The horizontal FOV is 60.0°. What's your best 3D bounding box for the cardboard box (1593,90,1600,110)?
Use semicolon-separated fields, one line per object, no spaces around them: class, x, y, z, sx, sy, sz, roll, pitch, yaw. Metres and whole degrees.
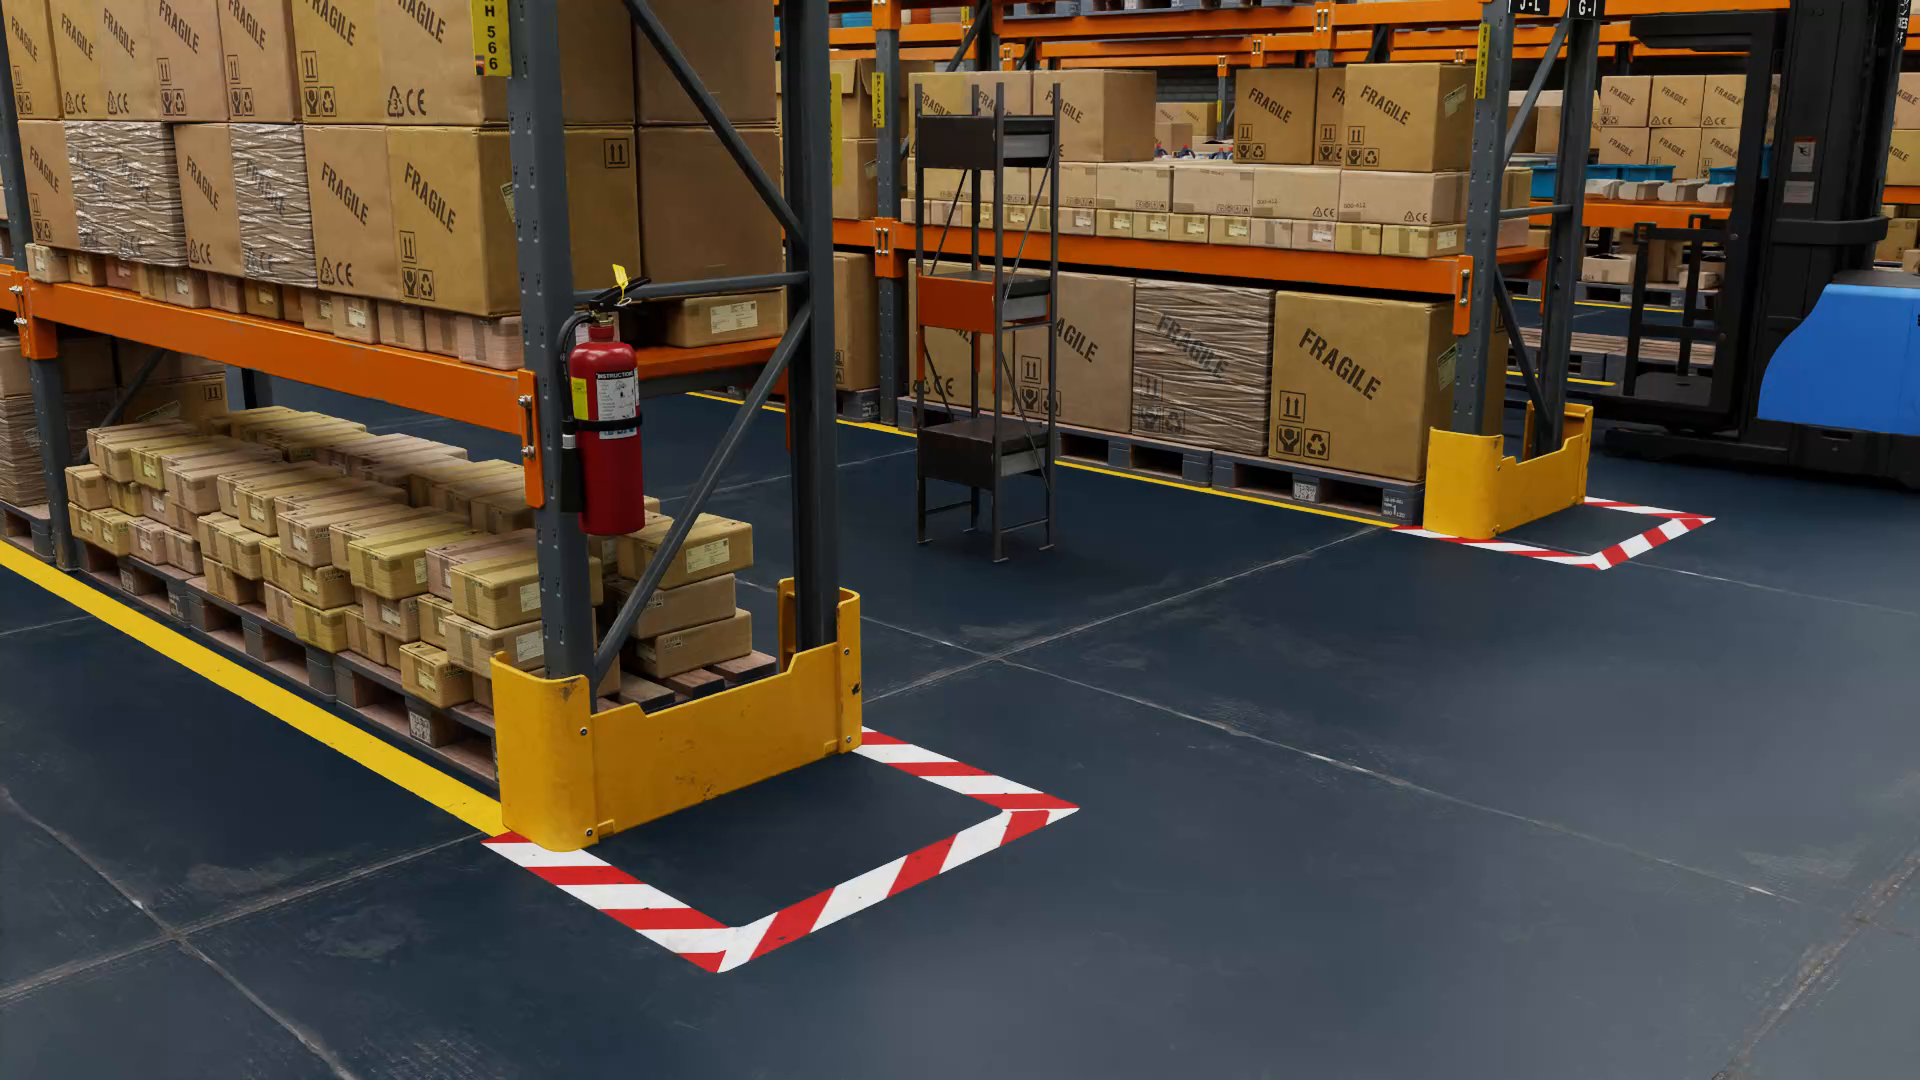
cardboard box;8.575;-5.851;22.124;0.500;0.250;0.500;13;20;41

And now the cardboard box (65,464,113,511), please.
cardboard box;-3.606;-0.248;7.165;0.380;0.149;0.250;-13;20;-42

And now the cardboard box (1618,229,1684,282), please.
cardboard box;7.356;-3.037;17.723;0.500;0.500;0.500;14;20;42

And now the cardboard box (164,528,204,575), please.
cardboard box;-2.982;0.013;6.755;0.250;0.149;0.380;13;20;41

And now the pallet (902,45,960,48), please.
pallet;-0.516;-7.249;24.029;1.213;0.211;1.003;14;20;42

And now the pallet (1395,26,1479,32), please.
pallet;5.579;-5.750;18.475;1.003;0.211;1.213;14;20;42

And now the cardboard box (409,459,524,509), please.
cardboard box;-1.868;-0.193;6.366;0.250;0.149;0.380;14;20;43

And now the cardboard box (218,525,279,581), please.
cardboard box;-2.490;0.020;6.138;0.250;0.149;0.380;14;20;43

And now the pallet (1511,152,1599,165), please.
pallet;6.249;-4.148;18.285;1.213;0.211;1.003;14;20;42

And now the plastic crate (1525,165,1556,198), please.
plastic crate;4.531;-2.744;12.728;0.300;0.233;0.416;14;20;42

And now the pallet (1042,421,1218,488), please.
pallet;1.246;-0.574;9.717;1.213;0.211;1.003;14;20;42

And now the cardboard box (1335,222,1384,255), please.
cardboard box;2.076;-1.510;8.278;0.250;0.149;0.380;14;20;43

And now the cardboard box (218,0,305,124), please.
cardboard box;-2.013;-1.591;5.317;0.500;0.500;0.500;-13;20;-41

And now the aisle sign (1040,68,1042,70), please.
aisle sign;1.286;-8.298;28.673;0.004;0.787;0.394;14;20;42

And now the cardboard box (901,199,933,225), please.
cardboard box;-0.148;-2.051;10.351;0.250;0.149;0.380;14;20;42

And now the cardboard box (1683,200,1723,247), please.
cardboard box;9.626;-4.235;21.666;0.750;0.750;0.750;14;20;43

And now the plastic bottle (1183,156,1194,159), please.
plastic bottle;2.077;-3.309;14.930;0.135;0.276;0.152;14;20;42

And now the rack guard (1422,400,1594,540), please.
rack guard;2.767;-0.370;8.362;0.348;0.500;1.175;14;20;42

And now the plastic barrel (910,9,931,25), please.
plastic barrel;-0.483;-5.840;17.597;0.708;0.830;0.600;14;20;42

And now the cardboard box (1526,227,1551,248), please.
cardboard box;6.195;-3.119;18.040;0.500;0.500;0.500;14;20;42

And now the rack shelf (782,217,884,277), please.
rack shelf;-1.570;-2.286;12.184;4.000;0.370;1.077;14;20;42

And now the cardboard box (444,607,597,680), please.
cardboard box;-1.344;0.290;5.101;0.250;0.149;0.380;13;19;41

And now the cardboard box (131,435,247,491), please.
cardboard box;-3.168;-0.321;6.856;0.250;0.149;0.380;13;20;41

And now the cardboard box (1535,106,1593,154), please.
cardboard box;6.563;-4.457;18.057;0.500;0.500;0.700;7;16;24

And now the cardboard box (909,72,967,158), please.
cardboard box;0.037;-2.588;10.137;0.500;0.500;0.500;14;20;42

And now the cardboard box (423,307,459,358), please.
cardboard box;-1.350;-0.636;4.923;0.250;0.149;0.380;14;20;42

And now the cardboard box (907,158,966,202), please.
cardboard box;0.027;-2.226;10.233;0.500;0.250;0.500;13;20;41

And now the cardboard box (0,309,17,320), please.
cardboard box;-5.108;-1.025;8.554;0.500;0.250;0.500;13;19;40

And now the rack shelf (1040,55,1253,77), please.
rack shelf;2.986;-7.835;27.531;4.000;0.370;1.077;14;20;42

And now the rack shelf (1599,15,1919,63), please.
rack shelf;8.189;-4.835;16.017;4.000;0.370;1.077;14;20;42

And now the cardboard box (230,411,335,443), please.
cardboard box;-2.997;-0.461;7.392;0.250;0.149;0.380;14;20;43

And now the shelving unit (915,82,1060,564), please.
shelving unit;0.119;-0.987;7.556;0.503;2.100;0.431;14;20;42

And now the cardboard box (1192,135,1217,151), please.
cardboard box;3.874;-6.347;26.598;0.500;0.250;0.500;14;20;42

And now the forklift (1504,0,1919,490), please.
forklift;4.441;-1.969;9.677;3.031;2.935;1.130;12;19;39

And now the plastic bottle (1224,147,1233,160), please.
plastic bottle;2.386;-3.319;14.820;0.185;0.351;0.144;14;20;42

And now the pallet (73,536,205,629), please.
pallet;-3.137;0.059;7.288;1.213;0.211;1.003;14;20;42

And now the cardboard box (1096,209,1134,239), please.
cardboard box;0.975;-1.778;9.305;0.250;0.149;0.380;13;19;41

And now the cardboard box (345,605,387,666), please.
cardboard box;-1.862;0.291;5.687;0.250;0.149;0.380;14;20;43

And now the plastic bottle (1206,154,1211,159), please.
plastic bottle;2.341;-3.499;15.667;0.097;0.271;0.097;0;15;0

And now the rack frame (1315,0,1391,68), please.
rack frame;3.308;-3.183;14.200;0.127;3.000;1.000;14;20;42

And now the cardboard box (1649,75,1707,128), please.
cardboard box;7.264;-4.390;16.651;0.500;0.500;0.500;13;19;40

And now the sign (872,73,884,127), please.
sign;-0.499;-2.706;10.229;0.005;0.325;0.100;14;20;42

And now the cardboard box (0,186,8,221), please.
cardboard box;-4.069;-1.517;7.470;0.250;0.149;0.380;13;20;41

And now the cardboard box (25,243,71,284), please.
cardboard box;-3.669;-1.171;6.976;0.380;0.149;0.250;-14;20;-42

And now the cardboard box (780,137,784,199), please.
cardboard box;-1.007;-2.453;11.198;0.500;0.500;0.500;-14;20;-42

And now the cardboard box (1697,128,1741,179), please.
cardboard box;7.656;-3.814;16.424;0.500;0.500;0.500;14;20;42

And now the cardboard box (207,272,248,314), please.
cardboard box;-2.462;-0.911;5.978;0.380;0.149;0.250;-14;20;-42

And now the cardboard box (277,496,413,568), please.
cardboard box;-2.113;-0.030;5.740;0.380;0.149;0.250;-14;20;-42

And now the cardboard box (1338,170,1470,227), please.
cardboard box;2.217;-1.692;8.185;0.500;0.250;0.500;13;20;41

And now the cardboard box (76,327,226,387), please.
cardboard box;-3.994;-0.935;8.211;0.500;0.250;0.500;13;19;40

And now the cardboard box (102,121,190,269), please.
cardboard box;-2.765;-1.282;6.113;0.500;0.500;0.500;13;20;41
